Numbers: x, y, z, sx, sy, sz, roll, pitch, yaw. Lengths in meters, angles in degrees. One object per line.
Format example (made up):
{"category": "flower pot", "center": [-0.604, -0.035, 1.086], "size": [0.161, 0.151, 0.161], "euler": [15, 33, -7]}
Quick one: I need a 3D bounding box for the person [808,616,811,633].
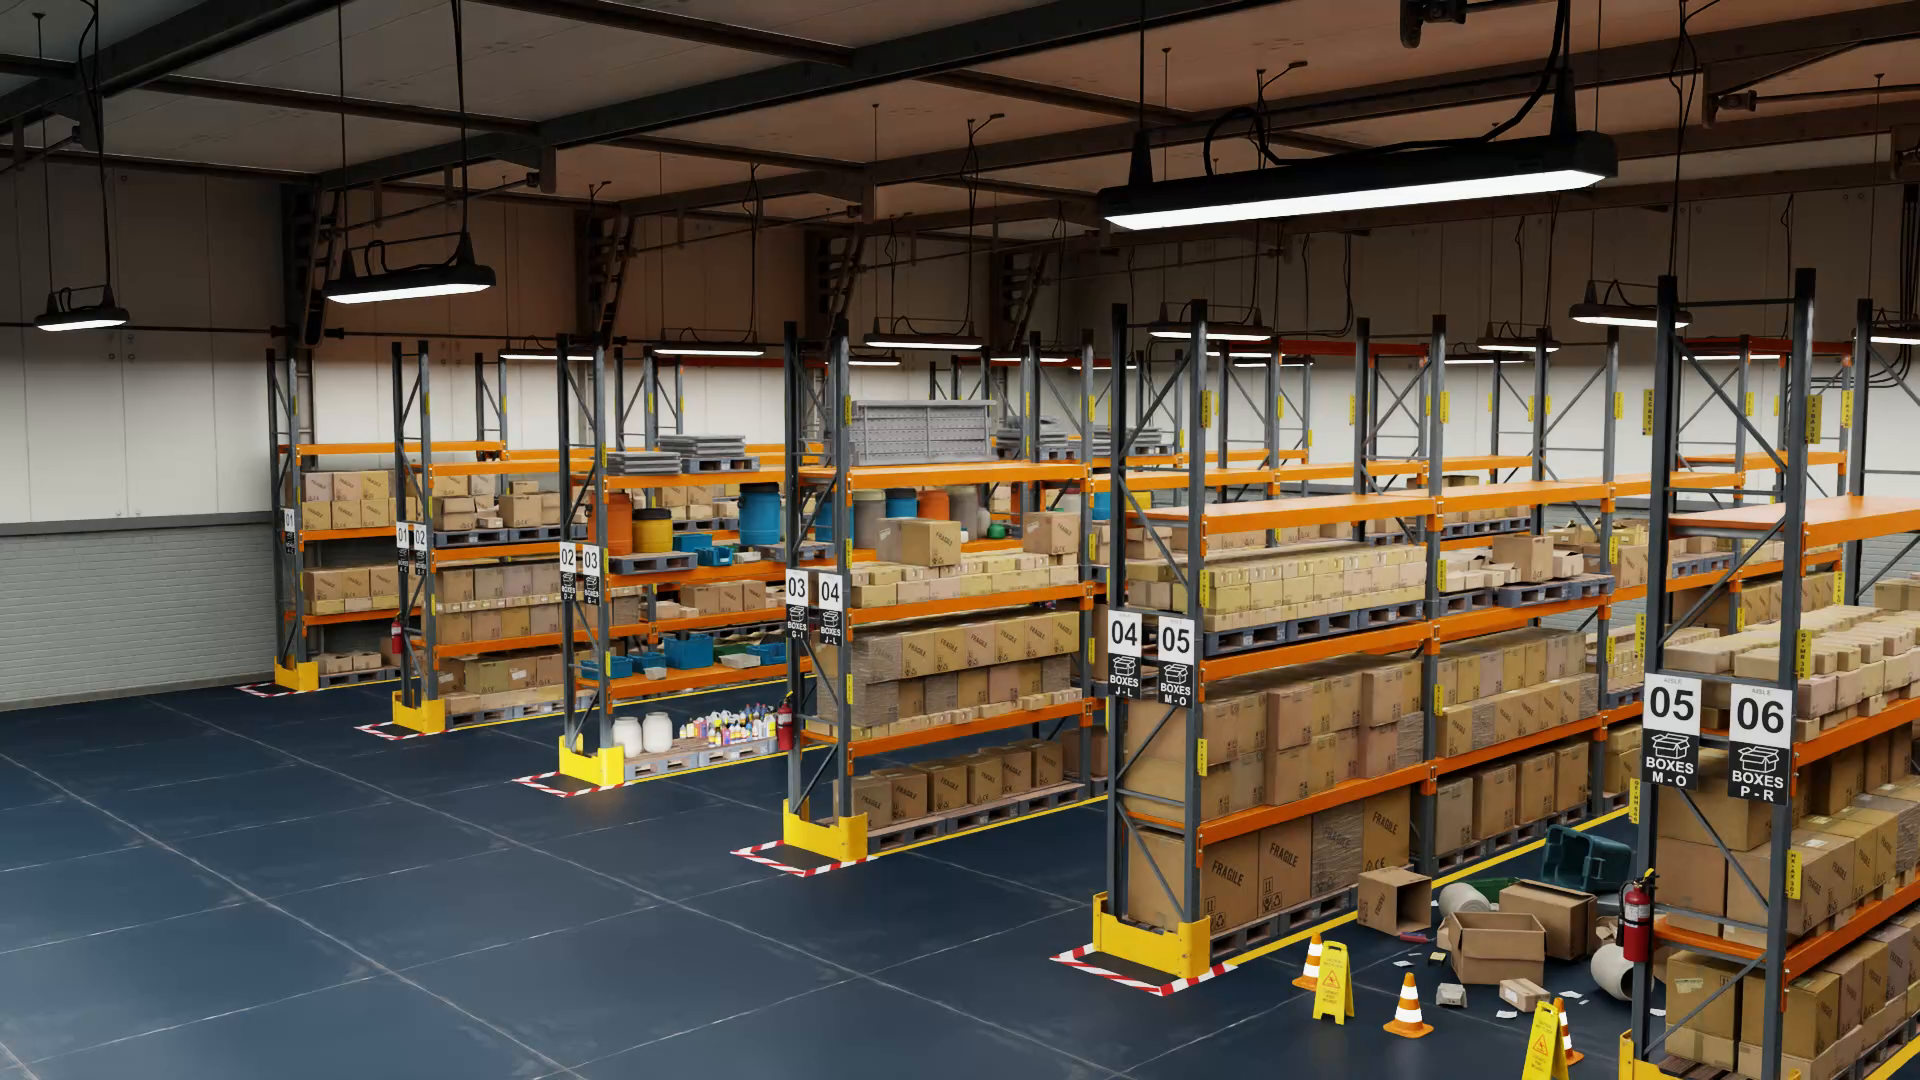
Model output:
{"category": "person", "center": [-3.208, 1.459, 33.061], "size": [0.628, 1.667, 1.068], "euler": [5, 7, 44]}

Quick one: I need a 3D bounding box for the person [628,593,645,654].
{"category": "person", "center": [-6.103, 1.716, 30.466], "size": [0.636, 1.641, 0.557], "euler": [-4, 7, -41]}
